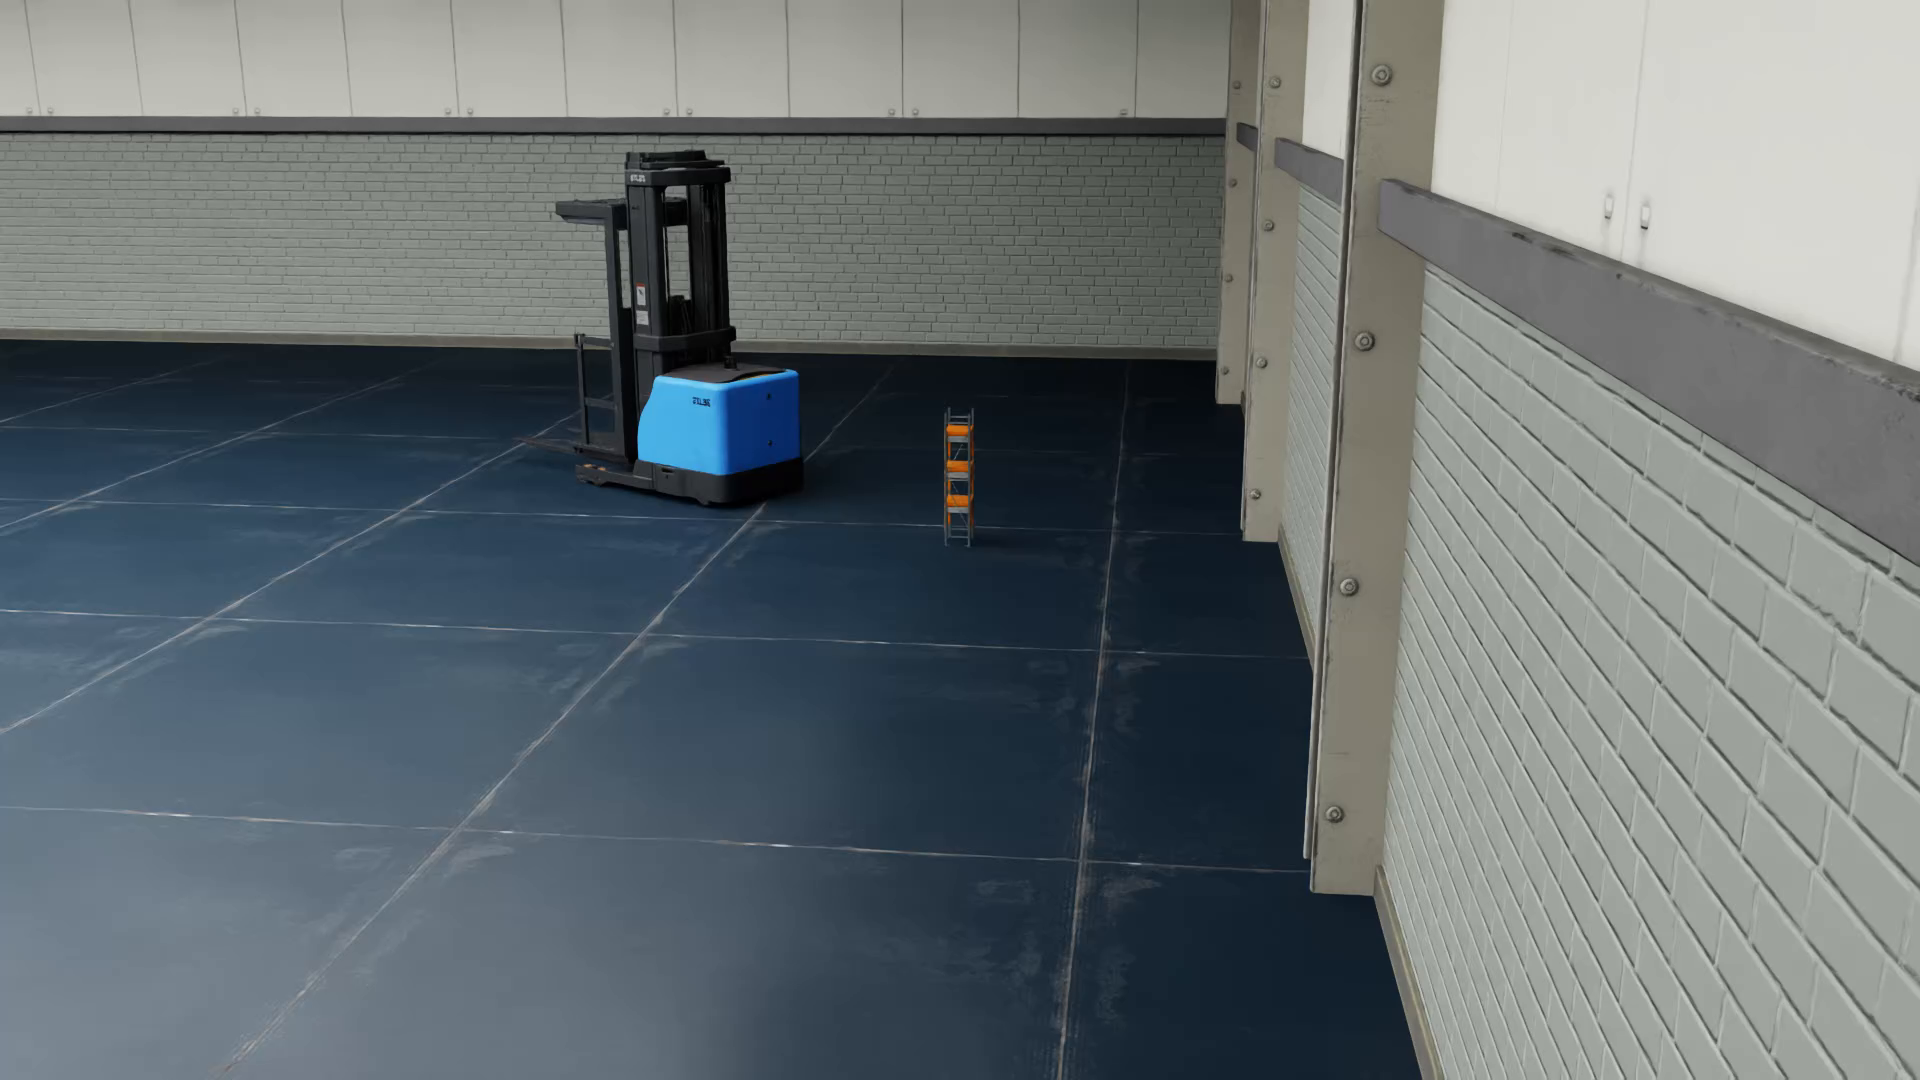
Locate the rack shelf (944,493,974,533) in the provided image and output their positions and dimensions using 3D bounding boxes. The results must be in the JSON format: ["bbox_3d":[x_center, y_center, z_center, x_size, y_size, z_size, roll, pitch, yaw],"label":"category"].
[{"bbox_3d":[-0.006,-0.214,13.049,0.215,0.259,0.240,2,15,6],"label":"rack shelf"}]

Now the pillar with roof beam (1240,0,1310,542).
[{"bbox_3d":[-1.868,-4.510,12.601,9.100,9.000,0.400,2,15,6],"label":"pillar with roof beam"}]

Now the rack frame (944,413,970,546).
[{"bbox_3d":[-0.020,-0.461,12.857,0.200,1.050,0.008,2,15,6],"label":"rack frame"}]

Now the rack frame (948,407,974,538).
[{"bbox_3d":[0.008,-0.525,13.091,0.200,1.050,0.008,2,15,6],"label":"rack frame"}]

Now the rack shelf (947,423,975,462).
[{"bbox_3d":[-0.006,-0.757,12.902,0.215,0.259,0.240,2,15,6],"label":"rack shelf"}]

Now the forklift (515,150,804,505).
[{"bbox_3d":[-2.862,-1.998,14.936,3.031,2.935,1.130,12,19,36],"label":"forklift"}]

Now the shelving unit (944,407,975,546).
[{"bbox_3d":[-0.006,-0.493,12.974,0.215,1.050,0.252,2,15,6],"label":"shelving unit"}]

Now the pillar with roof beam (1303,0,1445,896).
[{"bbox_3d":[-2.545,-2.954,6.846,9.100,9.000,0.400,2,15,6],"label":"pillar with roof beam"}]

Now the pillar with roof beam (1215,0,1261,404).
[{"bbox_3d":[-1.191,-6.066,18.356,9.100,9.000,0.400,2,15,6],"label":"pillar with roof beam"}]

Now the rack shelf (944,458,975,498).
[{"bbox_3d":[-0.006,-0.483,12.976,0.215,0.259,0.240,2,15,6],"label":"rack shelf"}]
